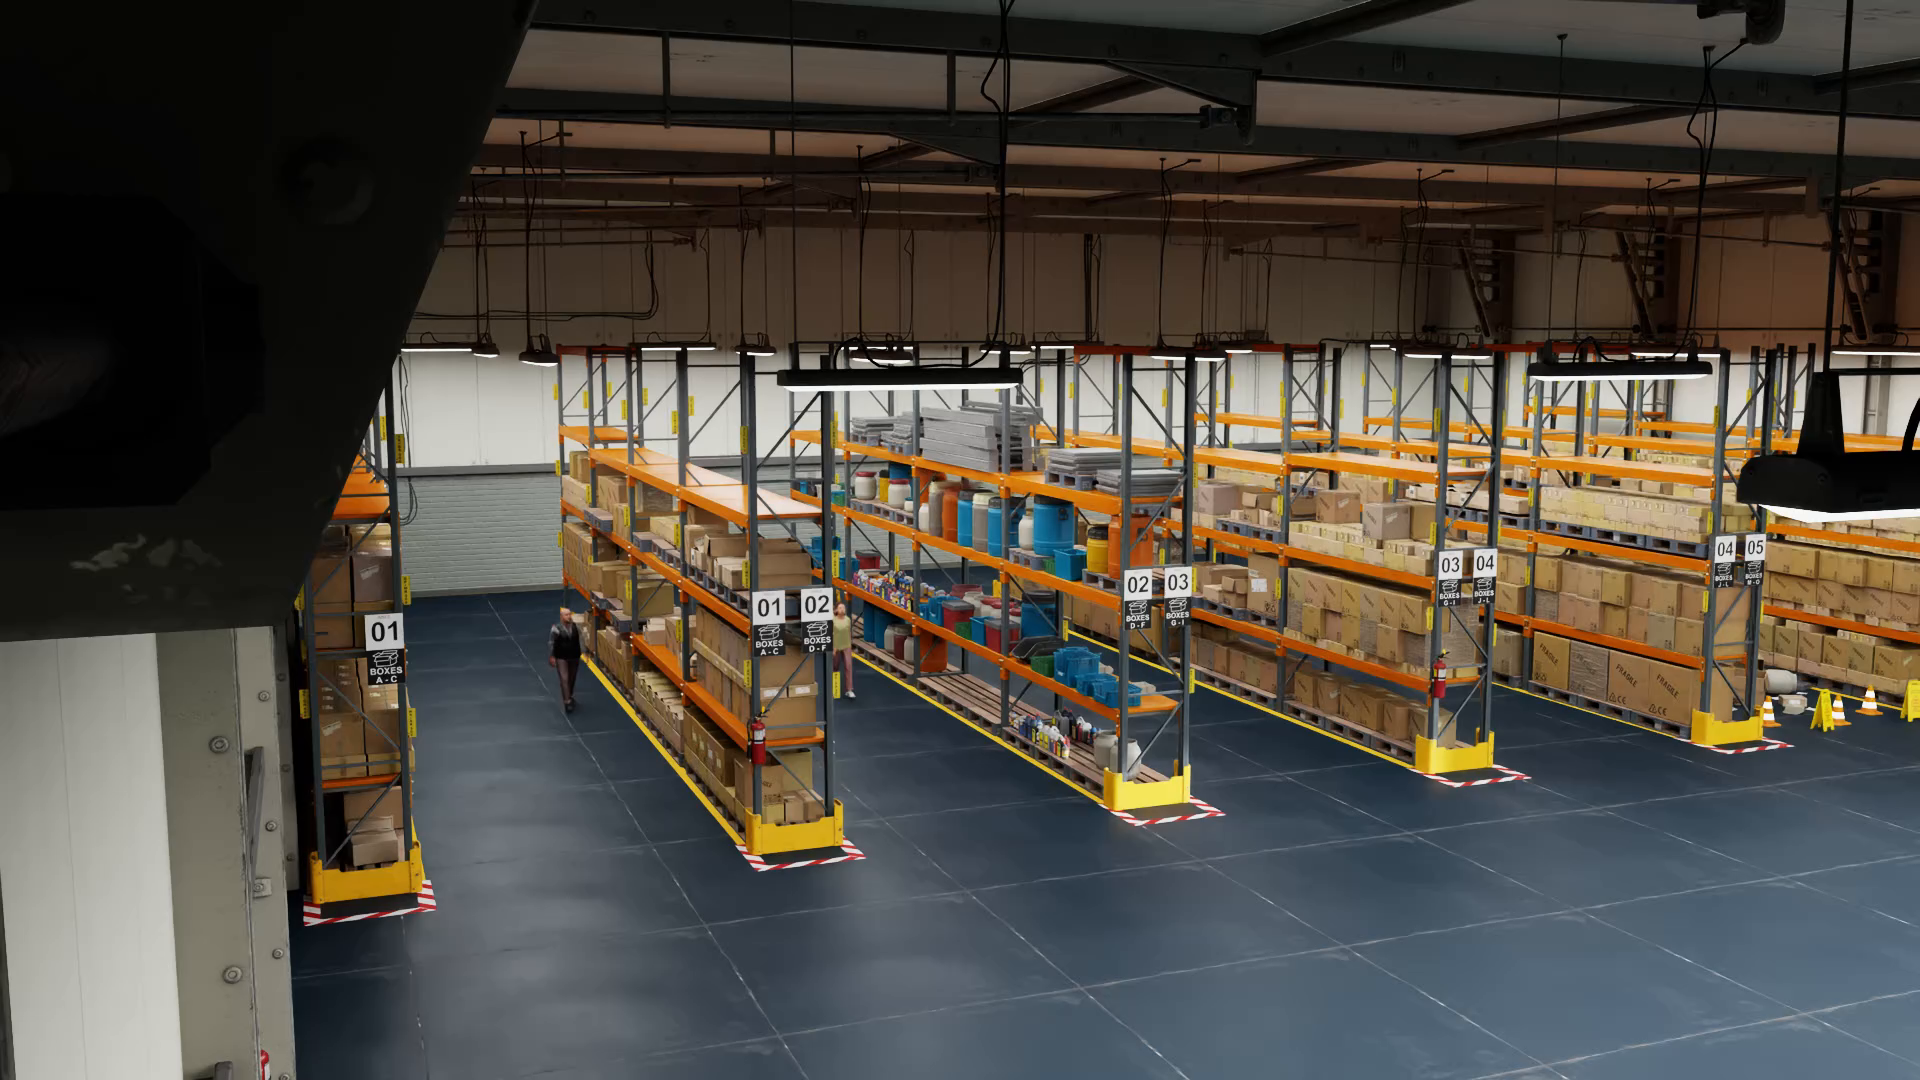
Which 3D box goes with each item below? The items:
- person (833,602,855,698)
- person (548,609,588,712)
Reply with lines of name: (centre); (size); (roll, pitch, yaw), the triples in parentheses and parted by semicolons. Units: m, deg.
person: (-2.071, 1.864, 28.752); (0.445, 1.605, 1.072); (-2, 7, -12)
person: (-6.548, 1.973, 27.758); (0.614, 1.665, 1.068); (-3, 8, -24)
